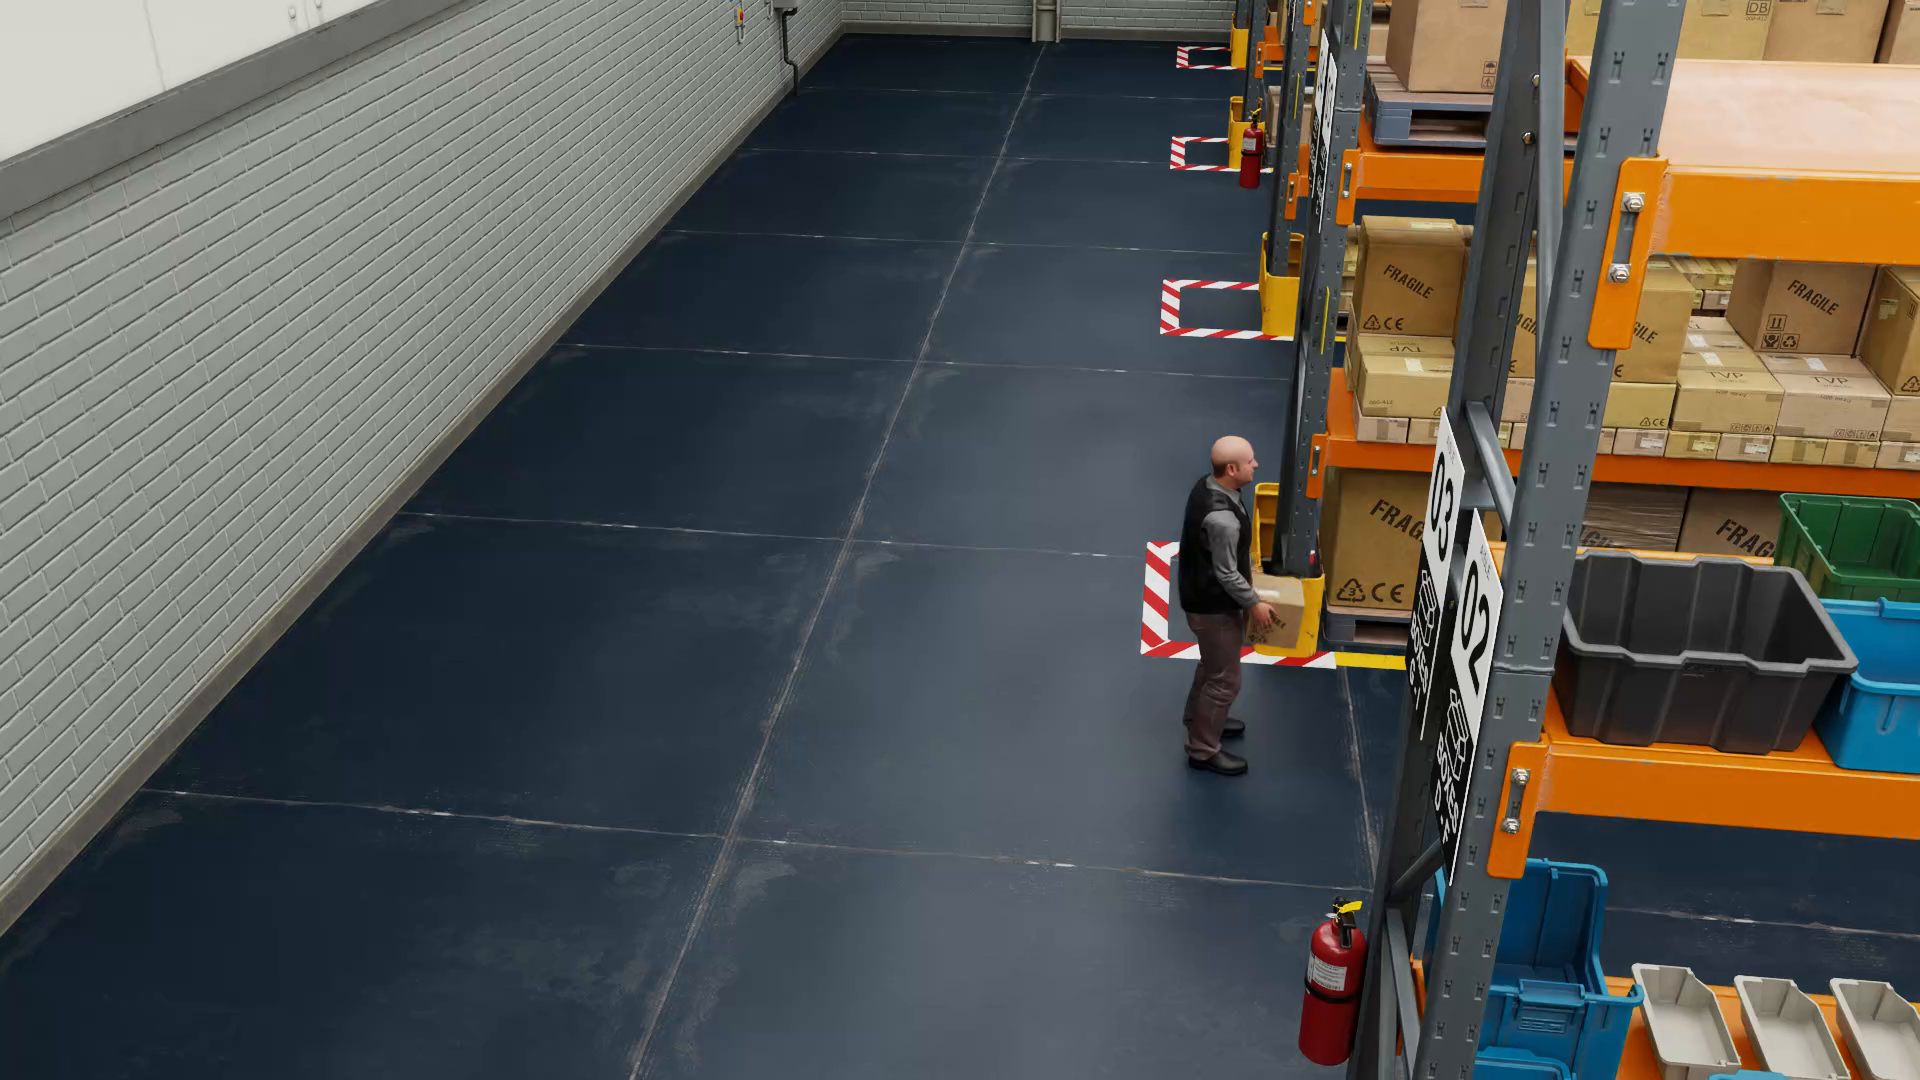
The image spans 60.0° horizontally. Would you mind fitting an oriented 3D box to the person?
[{"bbox_3d":[1.291,0.291,8.098,0.482,1.728,0.544,3,28,5],"label":"person"}]
